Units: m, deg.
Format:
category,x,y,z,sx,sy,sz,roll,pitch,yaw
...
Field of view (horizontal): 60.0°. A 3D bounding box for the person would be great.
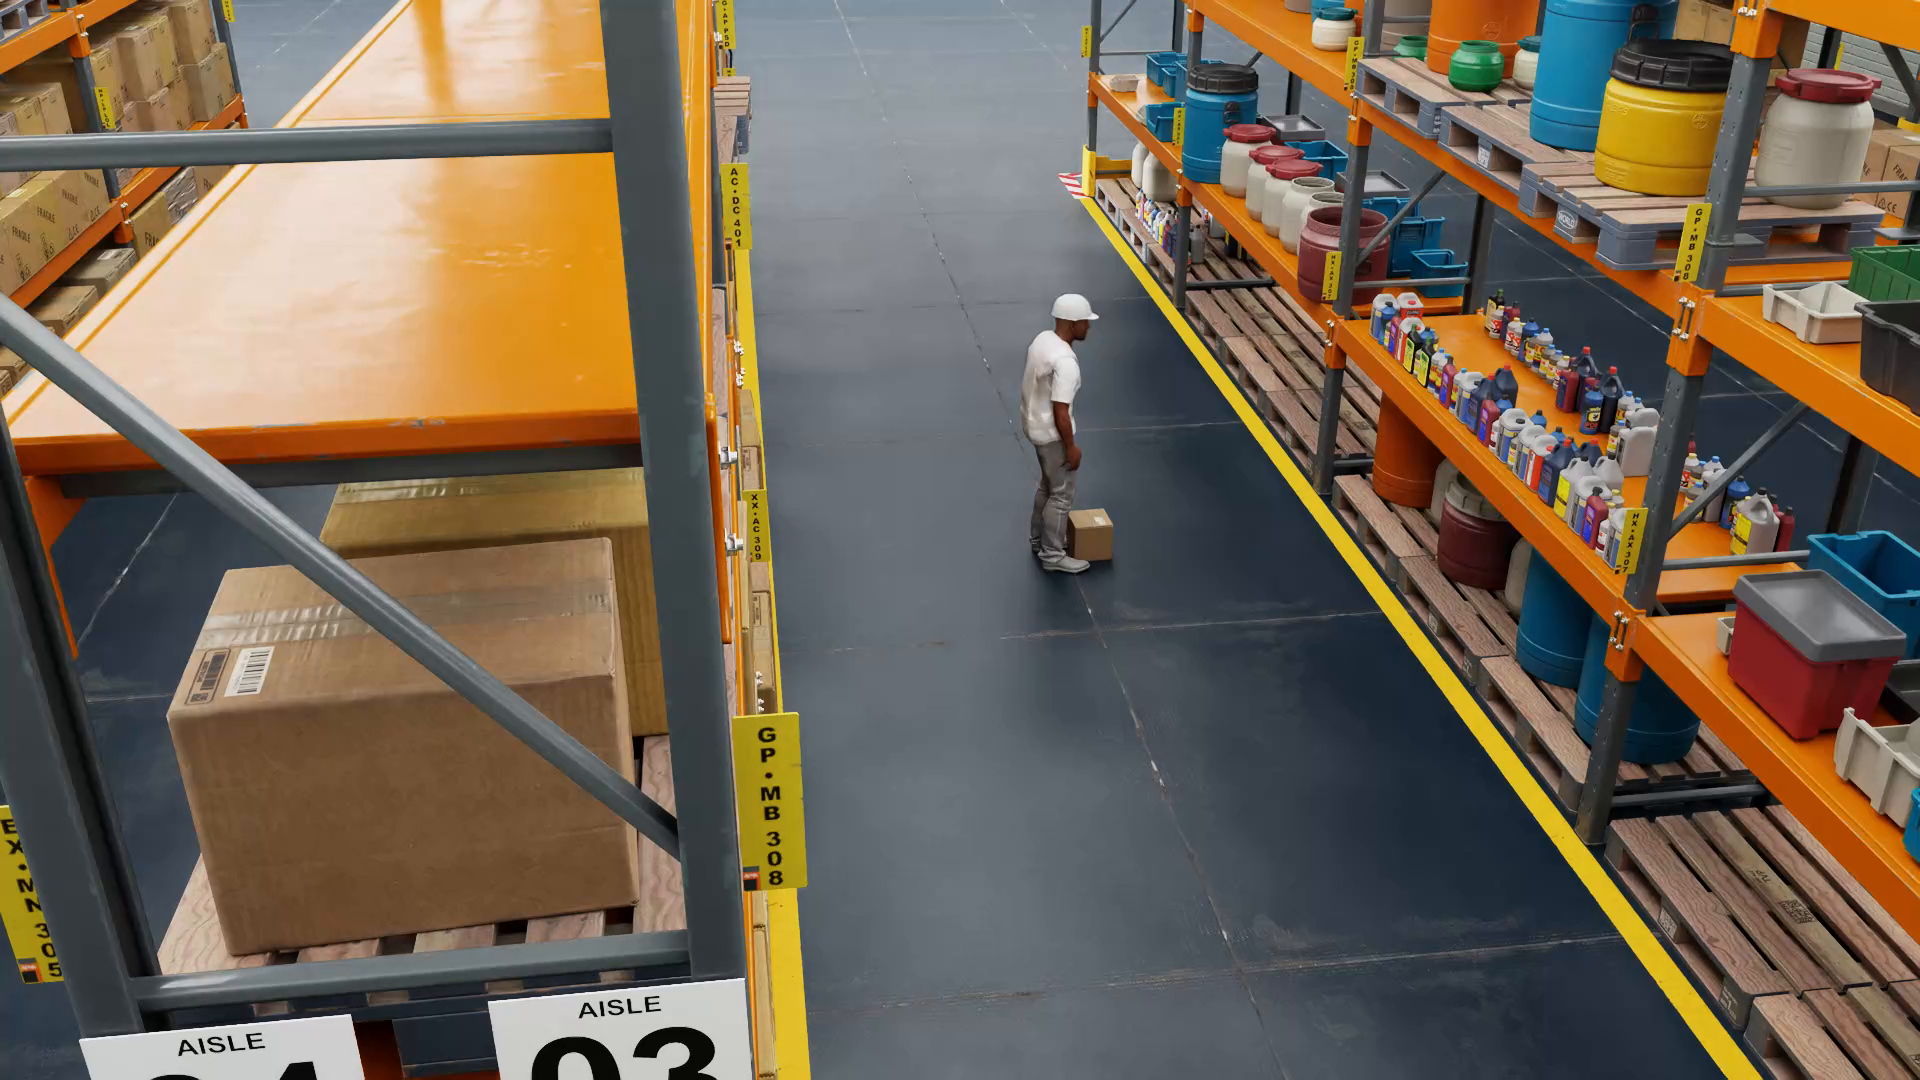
category,x,y,z,sx,sy,sz,roll,pitch,yaw
person,0.621,-0.685,10.426,0.462,1.760,0.636,-4,27,-8
